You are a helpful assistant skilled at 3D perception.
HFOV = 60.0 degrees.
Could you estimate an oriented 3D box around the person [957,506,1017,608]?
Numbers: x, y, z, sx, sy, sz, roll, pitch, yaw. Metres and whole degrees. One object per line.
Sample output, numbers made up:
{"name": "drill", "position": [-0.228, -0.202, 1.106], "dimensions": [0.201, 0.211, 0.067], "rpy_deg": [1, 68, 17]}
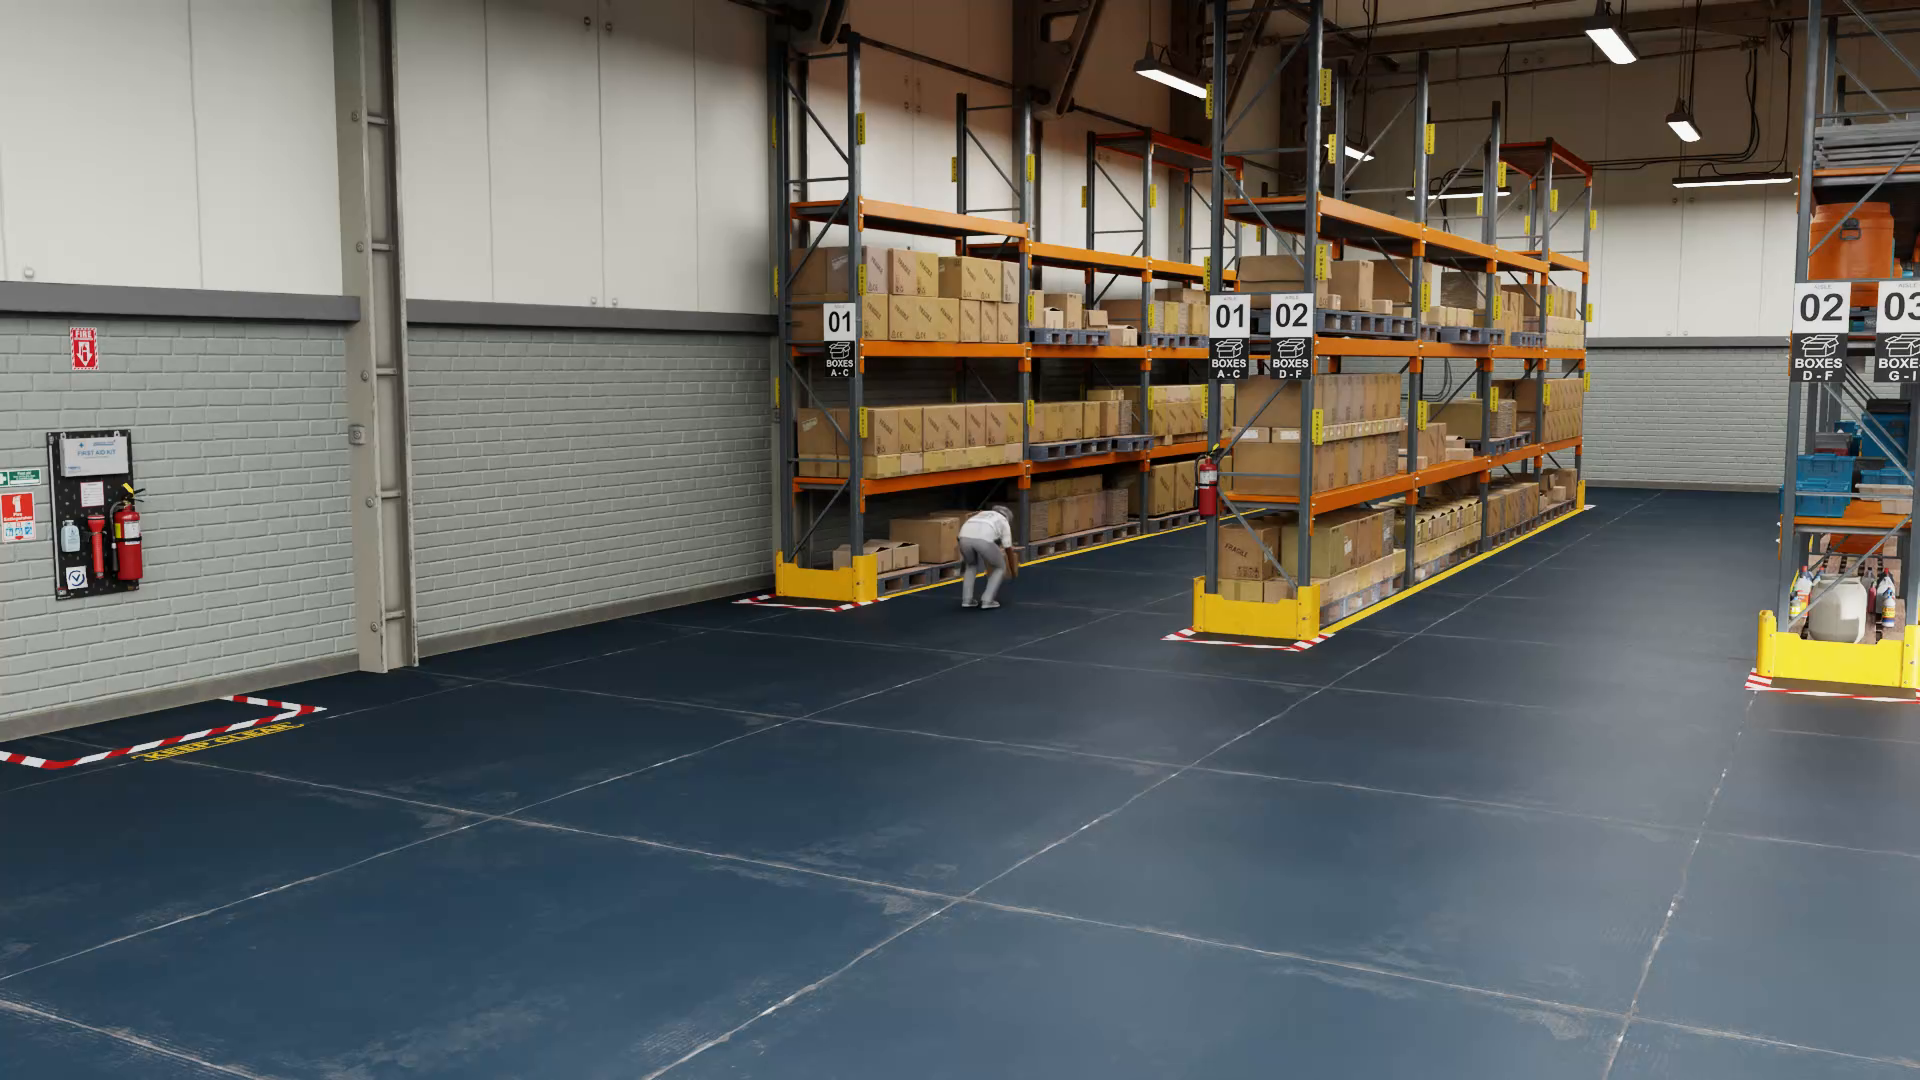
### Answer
{"name": "person", "position": [0.304, 0.176, 17.675], "dimensions": [0.461, 1.041, 0.916], "rpy_deg": [3, 7, 26]}
